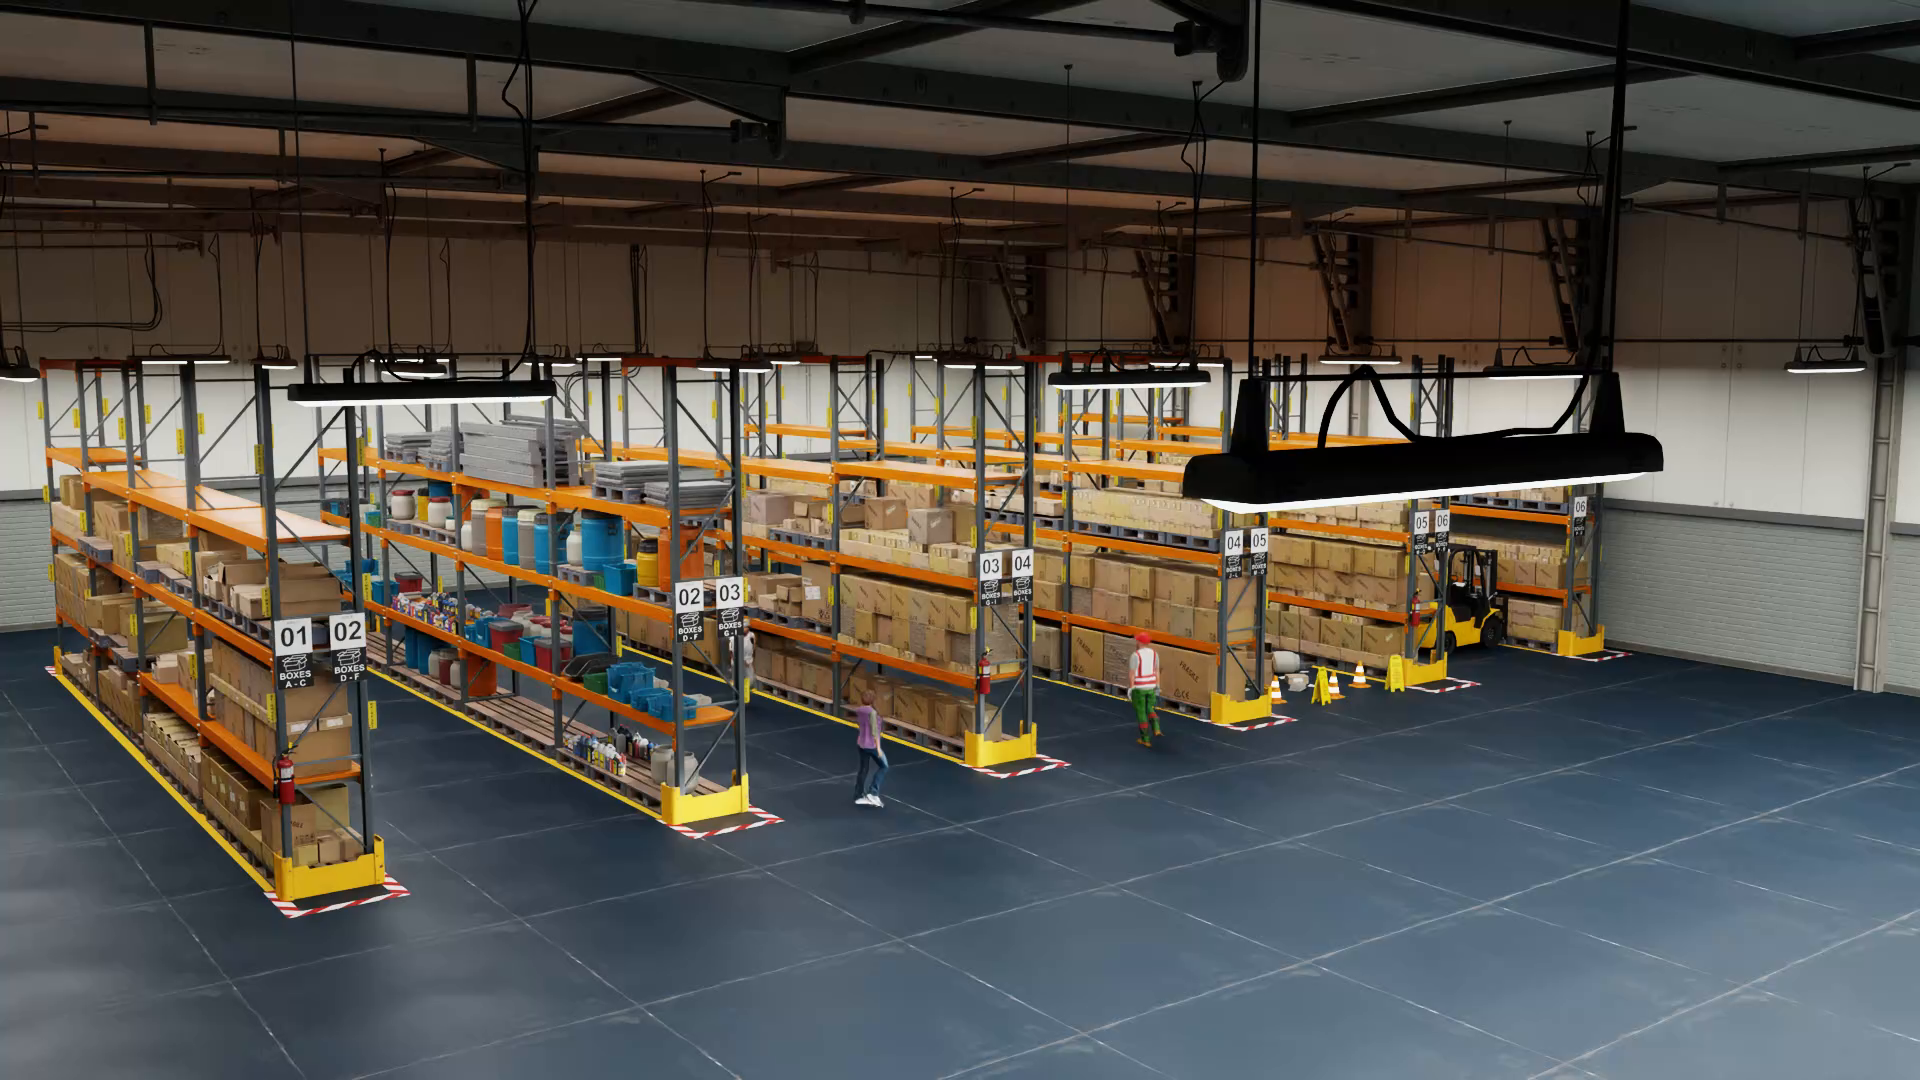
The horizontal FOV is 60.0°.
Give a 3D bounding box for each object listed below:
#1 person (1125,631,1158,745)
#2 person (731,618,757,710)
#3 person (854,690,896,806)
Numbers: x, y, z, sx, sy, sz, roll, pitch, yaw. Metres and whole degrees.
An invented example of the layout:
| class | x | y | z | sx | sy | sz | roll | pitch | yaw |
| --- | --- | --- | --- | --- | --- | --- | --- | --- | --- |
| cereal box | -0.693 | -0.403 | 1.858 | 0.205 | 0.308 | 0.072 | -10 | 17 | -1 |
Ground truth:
| class | x | y | z | sx | sy | sz | roll | pitch | yaw |
| --- | --- | --- | --- | --- | --- | --- | --- | --- | --- |
| person | 2.854 | 2.307 | 26.112 | 0.579 | 1.775 | 0.469 | -3 | 8 | -27 |
| person | -3.700 | 2.099 | 28.490 | 0.559 | 1.617 | 0.827 | -3 | 8 | -25 |
| person | -1.196 | 2.844 | 22.685 | 0.531 | 1.641 | 0.446 | -5 | 8 | -35 |
